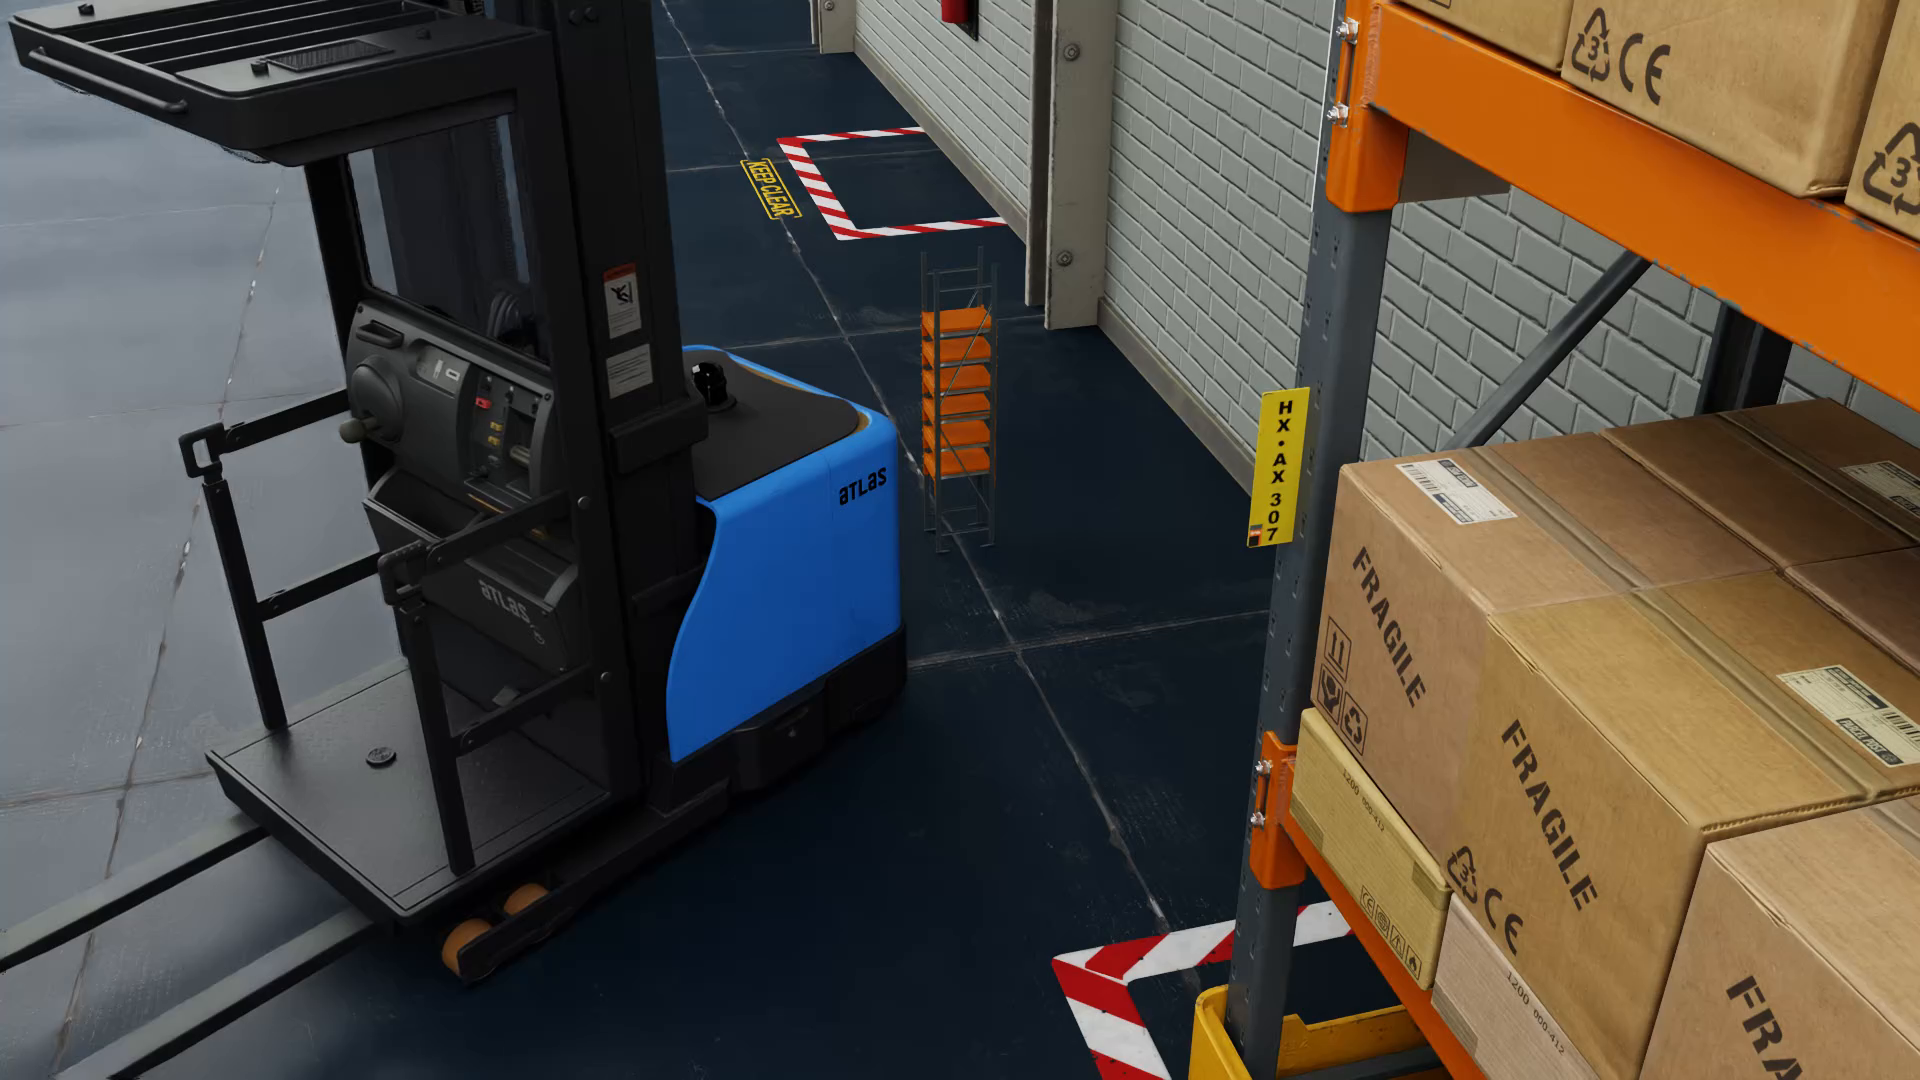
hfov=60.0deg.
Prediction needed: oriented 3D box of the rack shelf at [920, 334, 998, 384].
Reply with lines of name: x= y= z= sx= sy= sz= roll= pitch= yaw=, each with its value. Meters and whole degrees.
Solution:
rack shelf: x=-0.004 y=-0.696 z=6.364 sx=0.258 sy=0.103 sz=0.180 roll=-8 pitch=31 yaw=-13

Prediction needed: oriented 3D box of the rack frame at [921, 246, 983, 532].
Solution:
rack frame: x=-0.028 y=-0.570 z=6.538 sx=0.240 sy=1.200 sz=0.006 roll=-8 pitch=31 yaw=-13

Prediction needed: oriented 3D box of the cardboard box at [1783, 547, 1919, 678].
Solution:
cardboard box: x=1.577 y=0.345 z=2.541 sx=0.500 sy=0.500 sz=0.500 roll=-7 pitch=31 yaw=-13

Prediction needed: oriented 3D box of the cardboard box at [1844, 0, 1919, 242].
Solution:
cardboard box: x=1.220 y=-0.472 z=1.457 sx=0.500 sy=0.500 sz=0.500 roll=-6 pitch=31 yaw=-11

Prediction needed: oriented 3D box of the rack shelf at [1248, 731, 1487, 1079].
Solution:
rack shelf: x=1.654 y=1.446 z=1.975 sx=1.077 sy=0.370 sz=4.000 roll=-8 pitch=31 yaw=-13

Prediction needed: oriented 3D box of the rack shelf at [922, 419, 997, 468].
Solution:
rack shelf: x=-0.004 y=-0.384 z=6.544 sx=0.258 sy=0.103 sz=0.180 roll=-8 pitch=31 yaw=-13

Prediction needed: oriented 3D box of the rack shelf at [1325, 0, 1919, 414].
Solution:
rack shelf: x=1.654 y=0.148 z=1.223 sx=1.077 sy=0.370 sz=4.000 roll=-8 pitch=31 yaw=-13

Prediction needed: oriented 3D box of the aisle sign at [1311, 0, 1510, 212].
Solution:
aisle sign: x=0.815 y=-0.951 z=2.803 sx=0.394 sy=0.787 sz=0.004 roll=-8 pitch=31 yaw=-13

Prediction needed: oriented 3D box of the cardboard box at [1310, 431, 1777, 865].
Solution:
cardboard box: x=0.960 y=0.171 z=2.841 sx=0.500 sy=0.500 sz=0.500 roll=-8 pitch=31 yaw=-13

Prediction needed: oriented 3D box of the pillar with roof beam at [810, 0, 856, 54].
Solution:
pillar with roof beam: x=-5.193 y=-7.428 z=10.599 sx=9.100 sy=9.000 sz=0.400 roll=-8 pitch=31 yaw=-13

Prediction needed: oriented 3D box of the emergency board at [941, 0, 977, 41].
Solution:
emergency board: x=-0.069 y=-3.704 z=10.155 sx=0.194 sy=1.169 sz=0.643 roll=-8 pitch=31 yaw=-13

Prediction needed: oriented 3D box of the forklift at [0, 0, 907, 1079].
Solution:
forklift: x=-1.537 y=-0.331 z=4.395 sx=1.130 sy=2.935 sz=3.031 roll=24 pitch=38 yaw=35

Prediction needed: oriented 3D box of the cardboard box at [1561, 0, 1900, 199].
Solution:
cardboard box: x=1.079 y=-0.722 z=1.889 sx=0.500 sy=0.500 sz=0.500 roll=-6 pitch=31 yaw=-10

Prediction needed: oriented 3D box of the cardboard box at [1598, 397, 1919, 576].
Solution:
cardboard box: x=1.453 y=0.100 z=2.964 sx=0.500 sy=0.500 sz=0.500 roll=-8 pitch=31 yaw=-14

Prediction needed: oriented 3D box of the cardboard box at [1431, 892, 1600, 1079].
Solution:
cardboard box: x=1.098 y=0.752 z=2.586 sx=0.500 sy=0.250 sz=0.500 roll=-9 pitch=31 yaw=-15

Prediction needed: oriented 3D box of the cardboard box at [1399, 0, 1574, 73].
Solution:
cardboard box: x=0.971 y=-0.986 z=2.345 sx=0.500 sy=0.500 sz=0.500 roll=-7 pitch=31 yaw=-12

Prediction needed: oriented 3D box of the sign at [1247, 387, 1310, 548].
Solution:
sign: x=0.600 y=-0.133 z=3.122 sx=0.100 sy=0.325 sz=0.005 roll=-8 pitch=31 yaw=-13

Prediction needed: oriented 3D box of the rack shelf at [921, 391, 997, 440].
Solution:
rack shelf: x=-0.004 y=-0.488 z=6.484 sx=0.258 sy=0.103 sz=0.180 roll=-8 pitch=31 yaw=-13

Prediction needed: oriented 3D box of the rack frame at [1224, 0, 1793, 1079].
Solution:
rack frame: x=1.123 y=0.169 z=3.463 sx=1.000 sy=3.000 sz=0.127 roll=-8 pitch=31 yaw=-13

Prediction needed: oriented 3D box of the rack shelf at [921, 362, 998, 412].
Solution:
rack shelf: x=-0.004 y=-0.592 z=6.424 sx=0.258 sy=0.103 sz=0.180 roll=-8 pitch=31 yaw=-13

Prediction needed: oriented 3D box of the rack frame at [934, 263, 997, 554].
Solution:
rack frame: x=0.020 y=-0.482 z=6.385 sx=0.240 sy=1.200 sz=0.006 roll=-8 pitch=31 yaw=-13

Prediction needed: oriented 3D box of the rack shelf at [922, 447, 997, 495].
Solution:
rack shelf: x=-0.004 y=-0.280 z=6.604 sx=0.258 sy=0.103 sz=0.180 roll=-8 pitch=31 yaw=-13

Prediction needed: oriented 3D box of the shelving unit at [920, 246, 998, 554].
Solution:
shelving unit: x=-0.004 y=-0.526 z=6.461 sx=0.258 sy=1.200 sz=0.189 roll=-8 pitch=31 yaw=-13

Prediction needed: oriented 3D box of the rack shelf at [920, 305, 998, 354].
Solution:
rack shelf: x=-0.004 y=-0.799 z=6.303 sx=0.258 sy=0.103 sz=0.180 roll=-8 pitch=31 yaw=-13

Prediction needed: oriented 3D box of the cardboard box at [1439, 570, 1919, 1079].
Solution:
cardboard box: x=1.081 y=0.411 z=2.426 sx=0.500 sy=0.500 sz=0.500 roll=-8 pitch=31 yaw=-13

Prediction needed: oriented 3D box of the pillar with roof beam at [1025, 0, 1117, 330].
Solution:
pillar with roof beam: x=-3.600 y=-4.530 z=5.593 sx=9.100 sy=9.000 sz=0.400 roll=-8 pitch=31 yaw=-13
